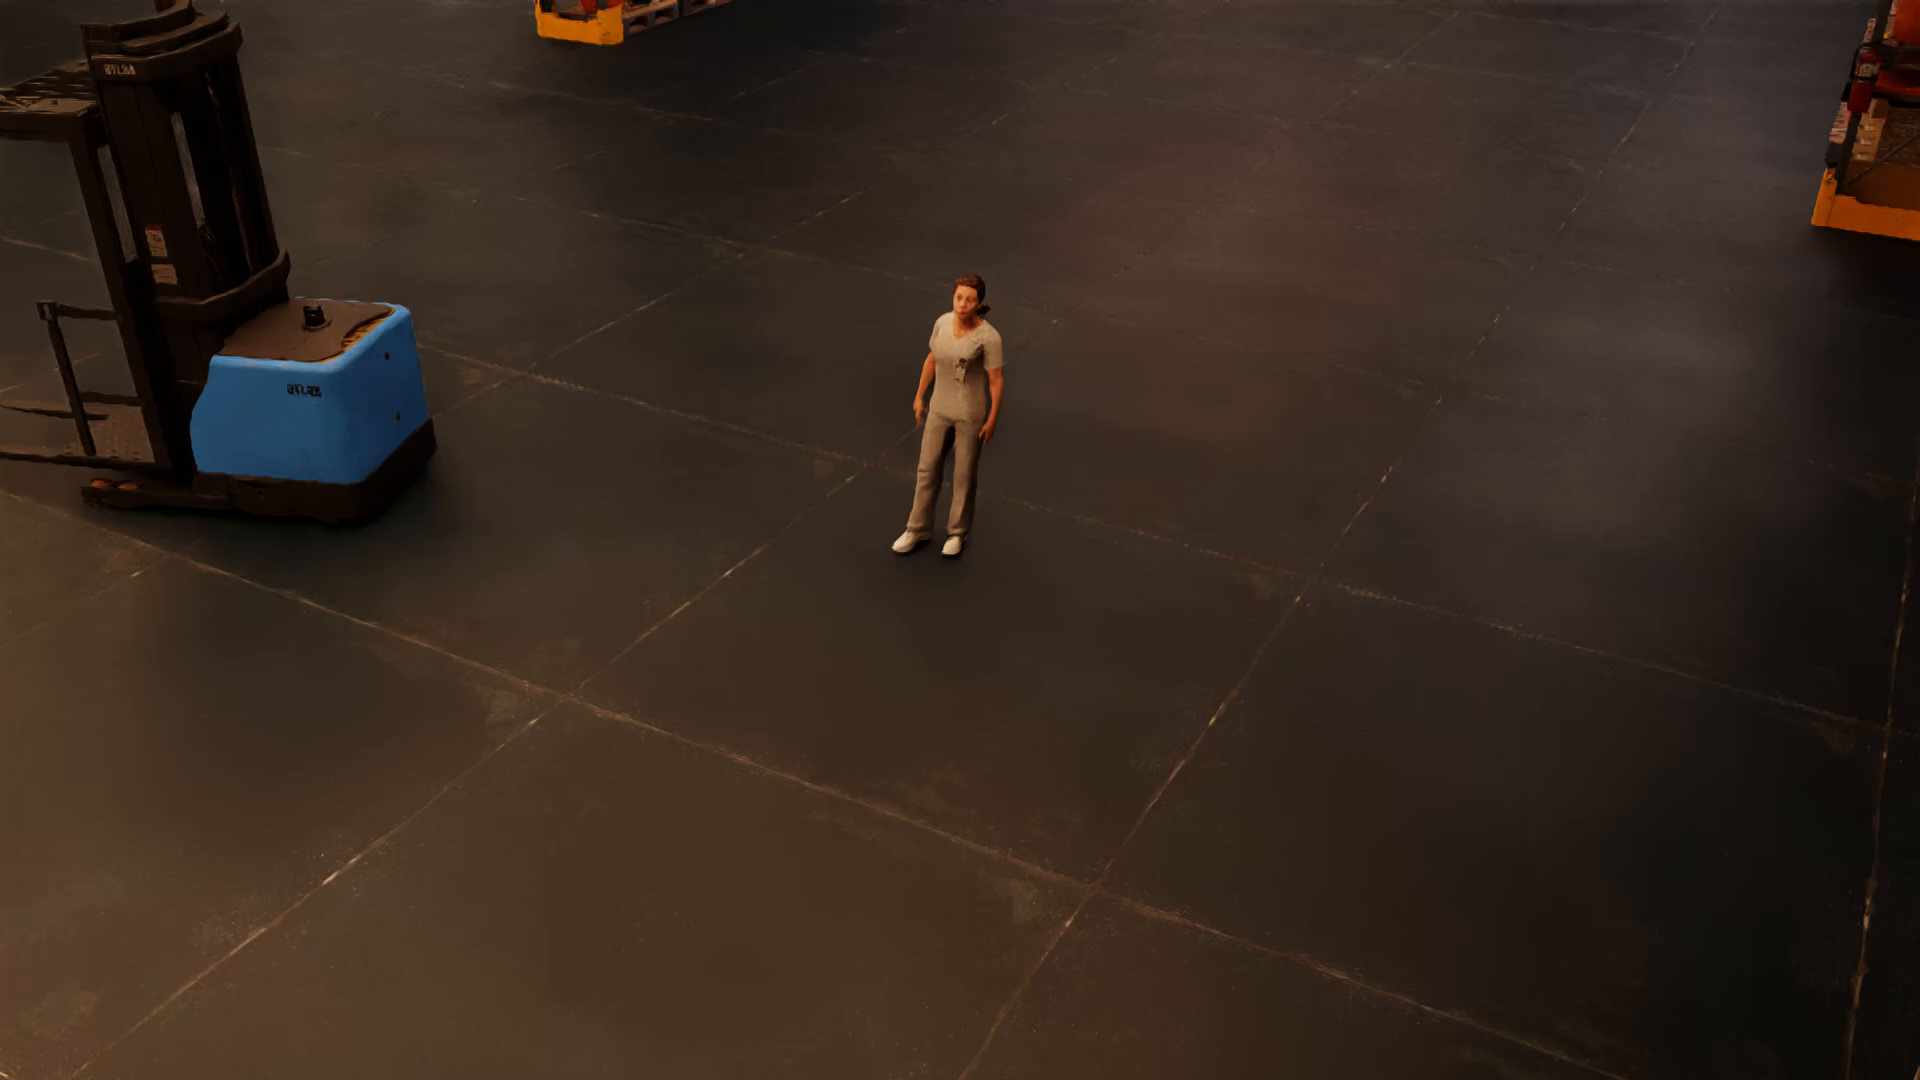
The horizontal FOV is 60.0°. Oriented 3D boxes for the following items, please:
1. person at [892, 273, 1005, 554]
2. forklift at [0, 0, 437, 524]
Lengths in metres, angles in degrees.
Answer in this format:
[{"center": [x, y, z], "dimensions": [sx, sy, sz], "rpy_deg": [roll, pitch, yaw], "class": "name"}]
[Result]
[{"center": [-0.051, -0.694, 9.527], "dimensions": [0.550, 1.663, 0.532], "rpy_deg": [15, 33, 25], "class": "person"}, {"center": [-4.988, -1.711, 10.035], "dimensions": [3.031, 2.935, 1.130], "rpy_deg": [5, 30, 9], "class": "forklift"}]
